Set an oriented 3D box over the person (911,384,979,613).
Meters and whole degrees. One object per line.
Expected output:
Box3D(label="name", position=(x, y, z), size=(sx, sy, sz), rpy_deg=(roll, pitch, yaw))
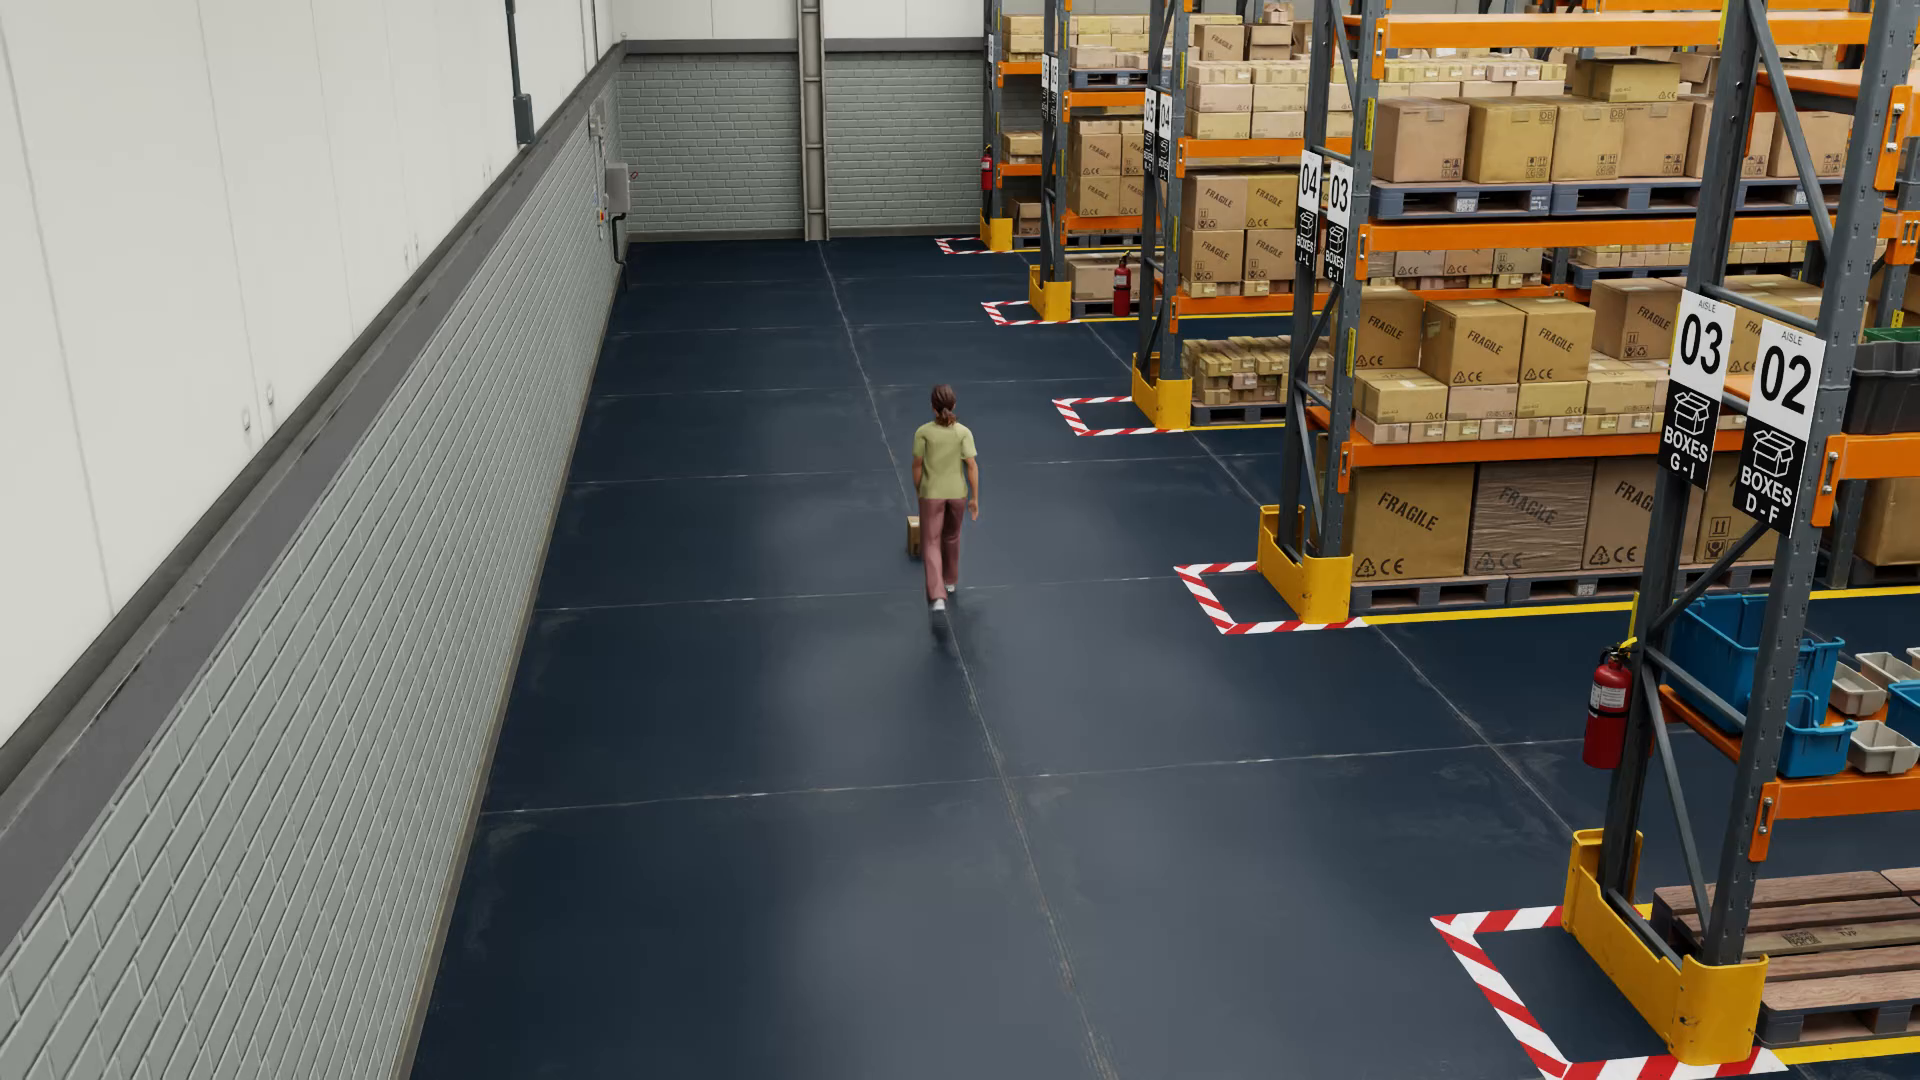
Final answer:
Box3D(label="person", position=(-0.108, -0.300, 11.919), size=(0.466, 1.631, 1.015), rpy_deg=(-4, 20, -11))
